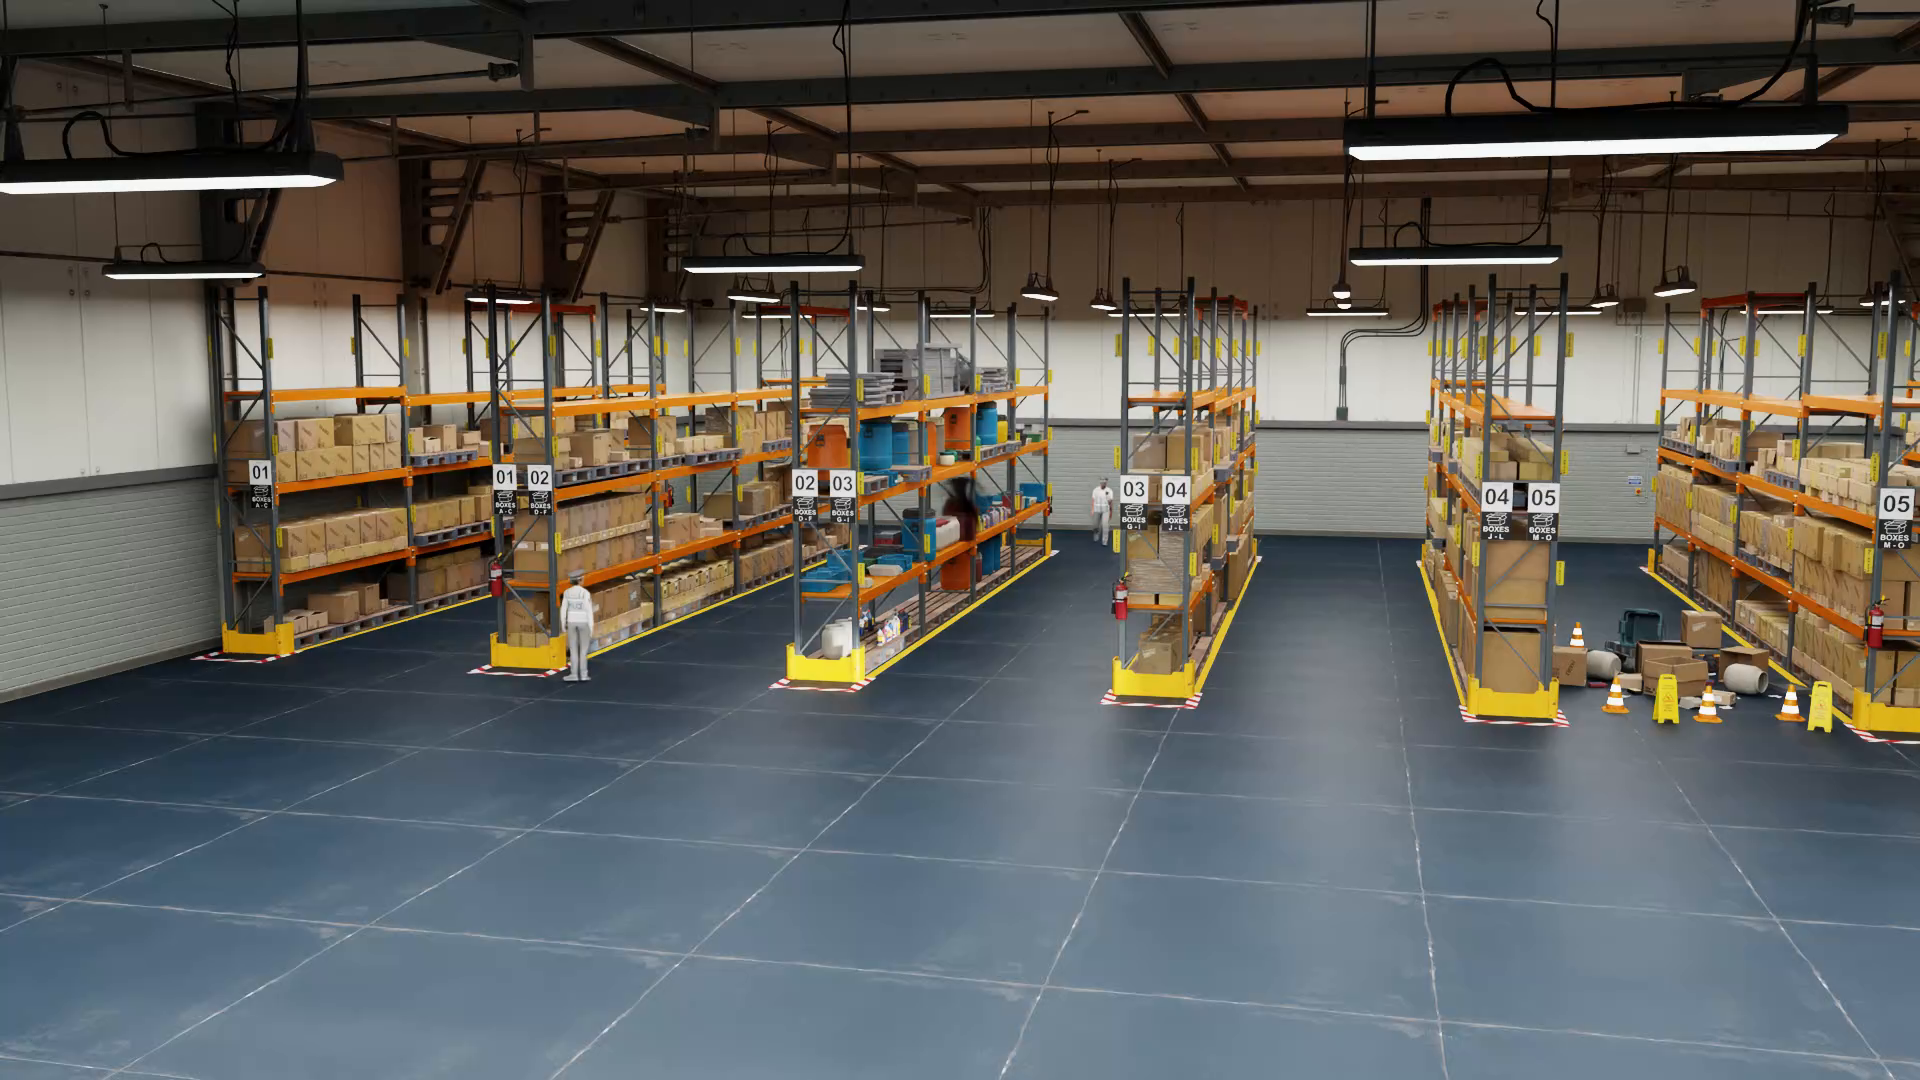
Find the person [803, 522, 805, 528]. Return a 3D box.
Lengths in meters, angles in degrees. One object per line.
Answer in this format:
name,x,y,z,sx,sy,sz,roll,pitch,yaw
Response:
person,-4.237,-0.832,43.962,0.402,1.551,0.934,2,7,16

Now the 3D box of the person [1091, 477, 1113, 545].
person,3.638,-0.759,42.562,0.553,1.724,0.901,1,7,8

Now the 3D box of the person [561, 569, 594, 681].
person,-5.771,1.290,25.110,0.567,1.705,0.362,1,7,9

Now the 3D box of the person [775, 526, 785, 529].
person,-5.325,-1.116,46.244,0.959,1.622,0.488,3,7,28
